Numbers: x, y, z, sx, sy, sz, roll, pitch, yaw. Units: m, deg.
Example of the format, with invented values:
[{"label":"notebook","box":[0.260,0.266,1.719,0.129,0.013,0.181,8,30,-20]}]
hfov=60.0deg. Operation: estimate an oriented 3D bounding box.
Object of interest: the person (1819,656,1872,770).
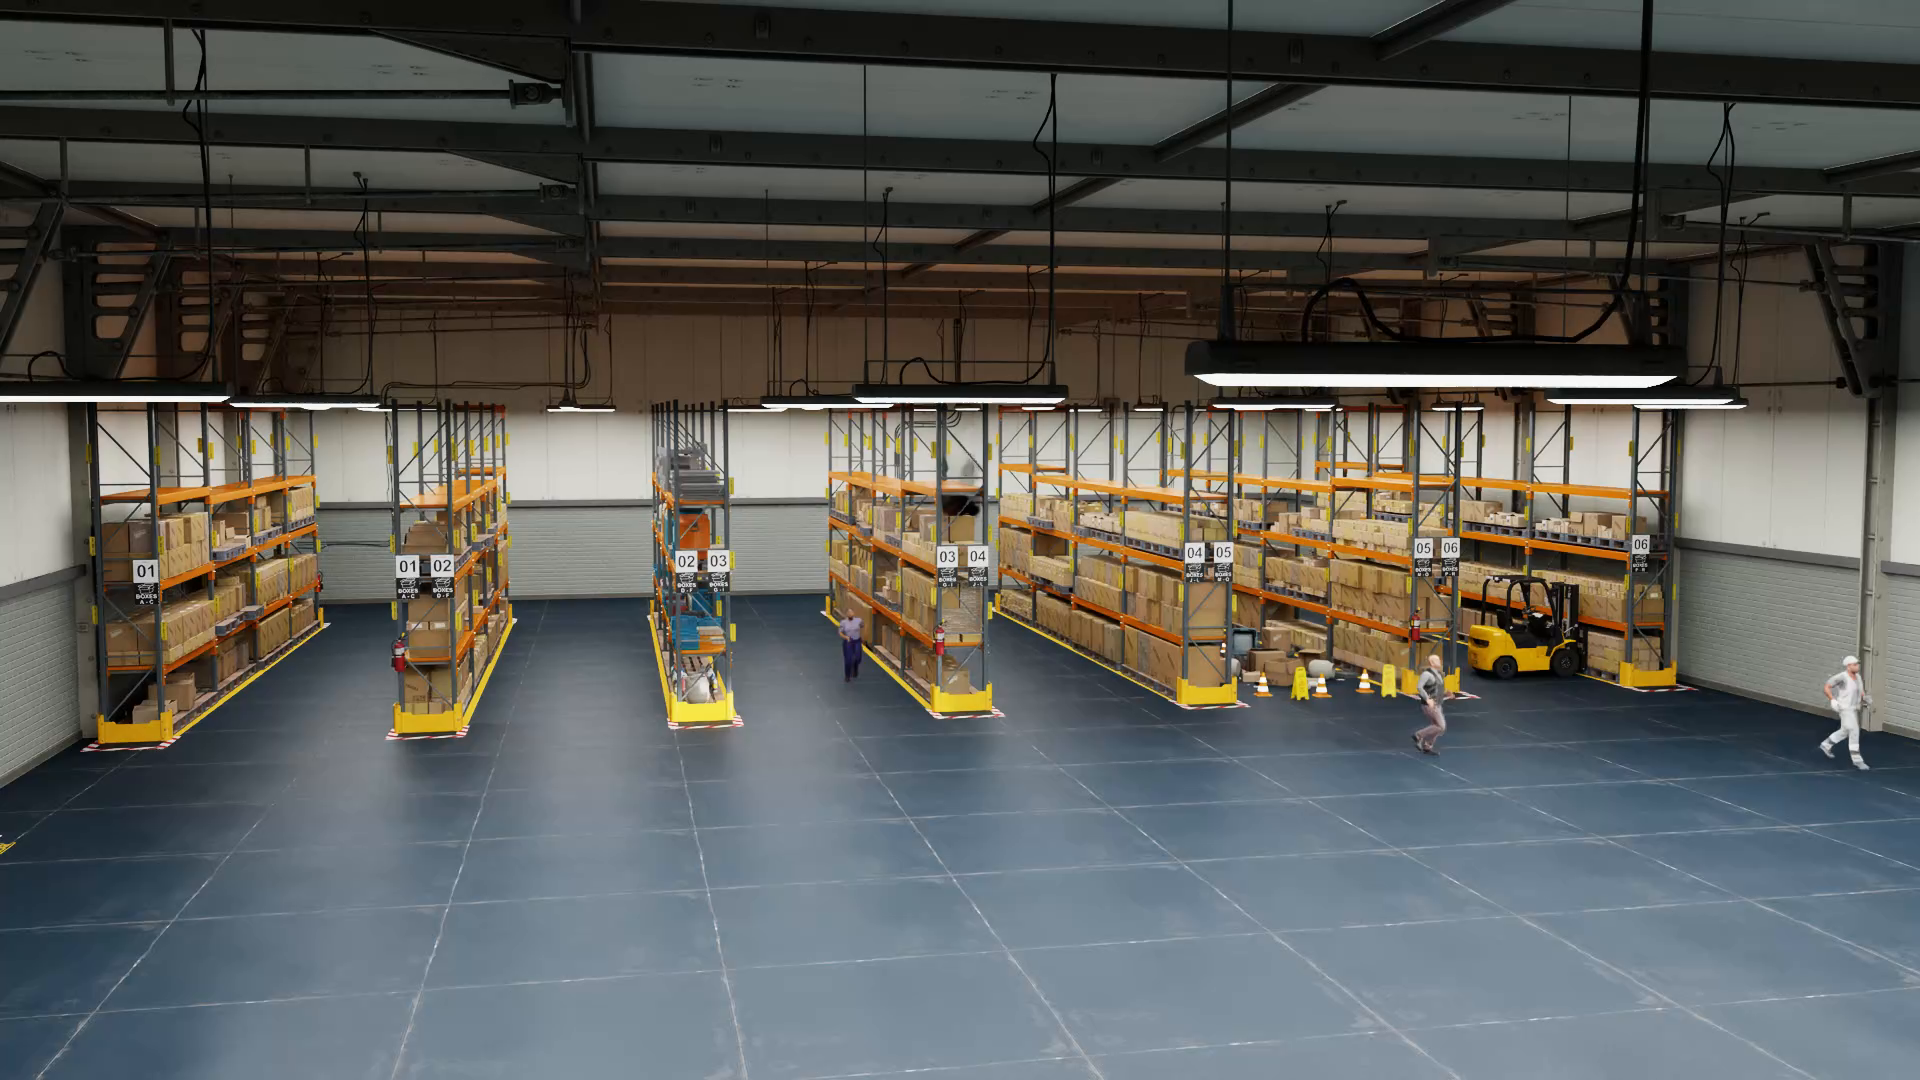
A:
[{"label":"person","box":[14.482,2.781,27.153,0.658,1.799,0.936,-2,5,-29]}]

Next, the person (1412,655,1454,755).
[{"label":"person","box":[7.985,2.775,28.006,0.610,1.693,0.652,3,5,35]}]

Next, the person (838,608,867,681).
[{"label":"person","box":[-2.292,2.243,35.569,0.628,1.601,0.697,-1,4,-7]}]
